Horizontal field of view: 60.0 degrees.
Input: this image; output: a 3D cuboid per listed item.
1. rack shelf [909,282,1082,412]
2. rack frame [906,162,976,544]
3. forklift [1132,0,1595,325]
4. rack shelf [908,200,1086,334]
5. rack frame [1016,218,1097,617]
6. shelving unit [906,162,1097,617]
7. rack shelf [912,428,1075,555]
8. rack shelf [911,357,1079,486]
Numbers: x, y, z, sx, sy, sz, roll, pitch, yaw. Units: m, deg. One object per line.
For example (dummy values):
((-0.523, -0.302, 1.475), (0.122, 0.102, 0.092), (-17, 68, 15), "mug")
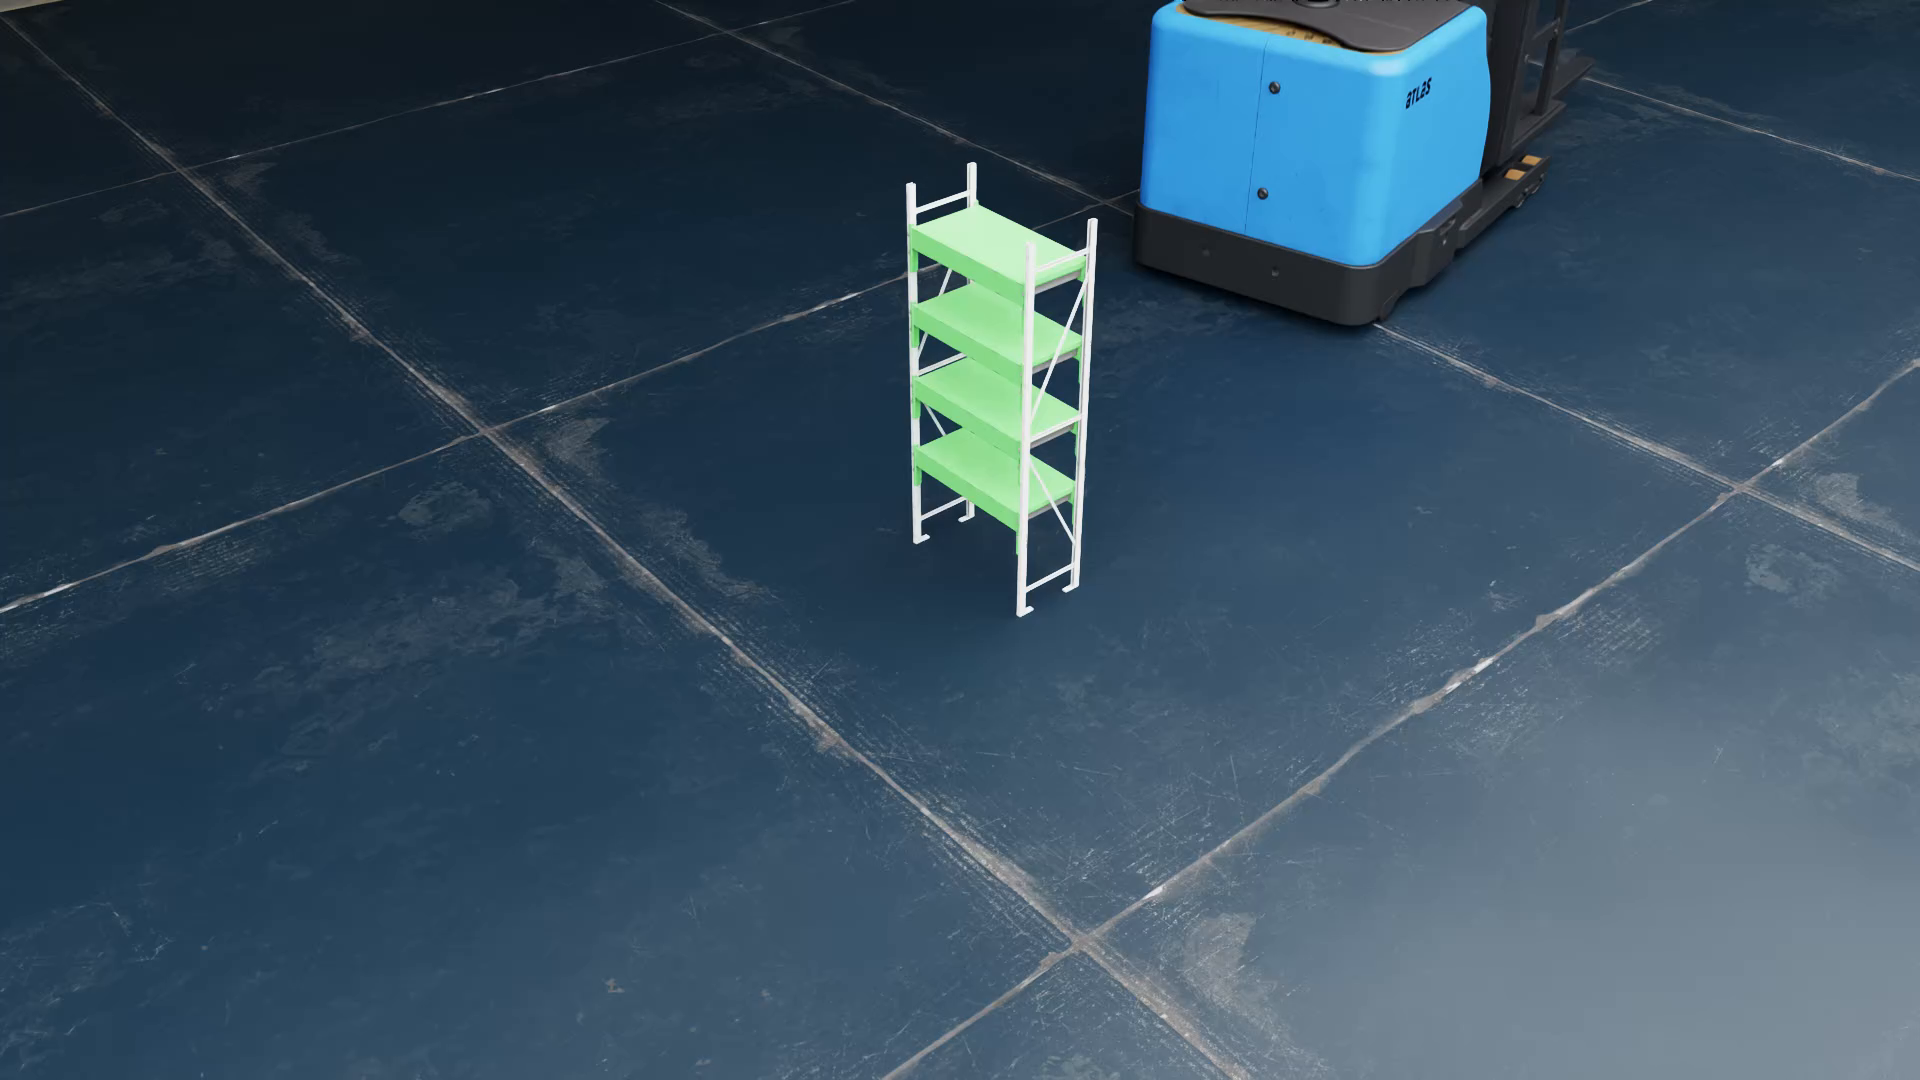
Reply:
((0.107, -0.560, 4.698), (0.258, 0.148, 0.480), (-26, 43, -32), "rack shelf")
((-0.051, -0.524, 4.952), (0.240, 1.200, 0.015), (-26, 43, -32), "rack frame")
((1.976, -2.805, 6.675), (1.130, 2.935, 3.031), (23, 41, 29), "forklift")
((0.107, -0.756, 4.560), (0.258, 0.148, 0.480), (-26, 43, -32), "rack shelf")
((0.264, -0.309, 4.648), (0.240, 1.200, 0.015), (-26, 43, -32), "rack frame")
((0.107, -0.417, 4.800), (0.258, 1.200, 0.503), (-26, 43, -32), "shelving unit")
((0.107, -0.169, 4.976), (0.258, 0.148, 0.480), (-26, 43, -32), "rack shelf")
((0.107, -0.364, 4.837), (0.258, 0.148, 0.480), (-26, 43, -32), "rack shelf")
